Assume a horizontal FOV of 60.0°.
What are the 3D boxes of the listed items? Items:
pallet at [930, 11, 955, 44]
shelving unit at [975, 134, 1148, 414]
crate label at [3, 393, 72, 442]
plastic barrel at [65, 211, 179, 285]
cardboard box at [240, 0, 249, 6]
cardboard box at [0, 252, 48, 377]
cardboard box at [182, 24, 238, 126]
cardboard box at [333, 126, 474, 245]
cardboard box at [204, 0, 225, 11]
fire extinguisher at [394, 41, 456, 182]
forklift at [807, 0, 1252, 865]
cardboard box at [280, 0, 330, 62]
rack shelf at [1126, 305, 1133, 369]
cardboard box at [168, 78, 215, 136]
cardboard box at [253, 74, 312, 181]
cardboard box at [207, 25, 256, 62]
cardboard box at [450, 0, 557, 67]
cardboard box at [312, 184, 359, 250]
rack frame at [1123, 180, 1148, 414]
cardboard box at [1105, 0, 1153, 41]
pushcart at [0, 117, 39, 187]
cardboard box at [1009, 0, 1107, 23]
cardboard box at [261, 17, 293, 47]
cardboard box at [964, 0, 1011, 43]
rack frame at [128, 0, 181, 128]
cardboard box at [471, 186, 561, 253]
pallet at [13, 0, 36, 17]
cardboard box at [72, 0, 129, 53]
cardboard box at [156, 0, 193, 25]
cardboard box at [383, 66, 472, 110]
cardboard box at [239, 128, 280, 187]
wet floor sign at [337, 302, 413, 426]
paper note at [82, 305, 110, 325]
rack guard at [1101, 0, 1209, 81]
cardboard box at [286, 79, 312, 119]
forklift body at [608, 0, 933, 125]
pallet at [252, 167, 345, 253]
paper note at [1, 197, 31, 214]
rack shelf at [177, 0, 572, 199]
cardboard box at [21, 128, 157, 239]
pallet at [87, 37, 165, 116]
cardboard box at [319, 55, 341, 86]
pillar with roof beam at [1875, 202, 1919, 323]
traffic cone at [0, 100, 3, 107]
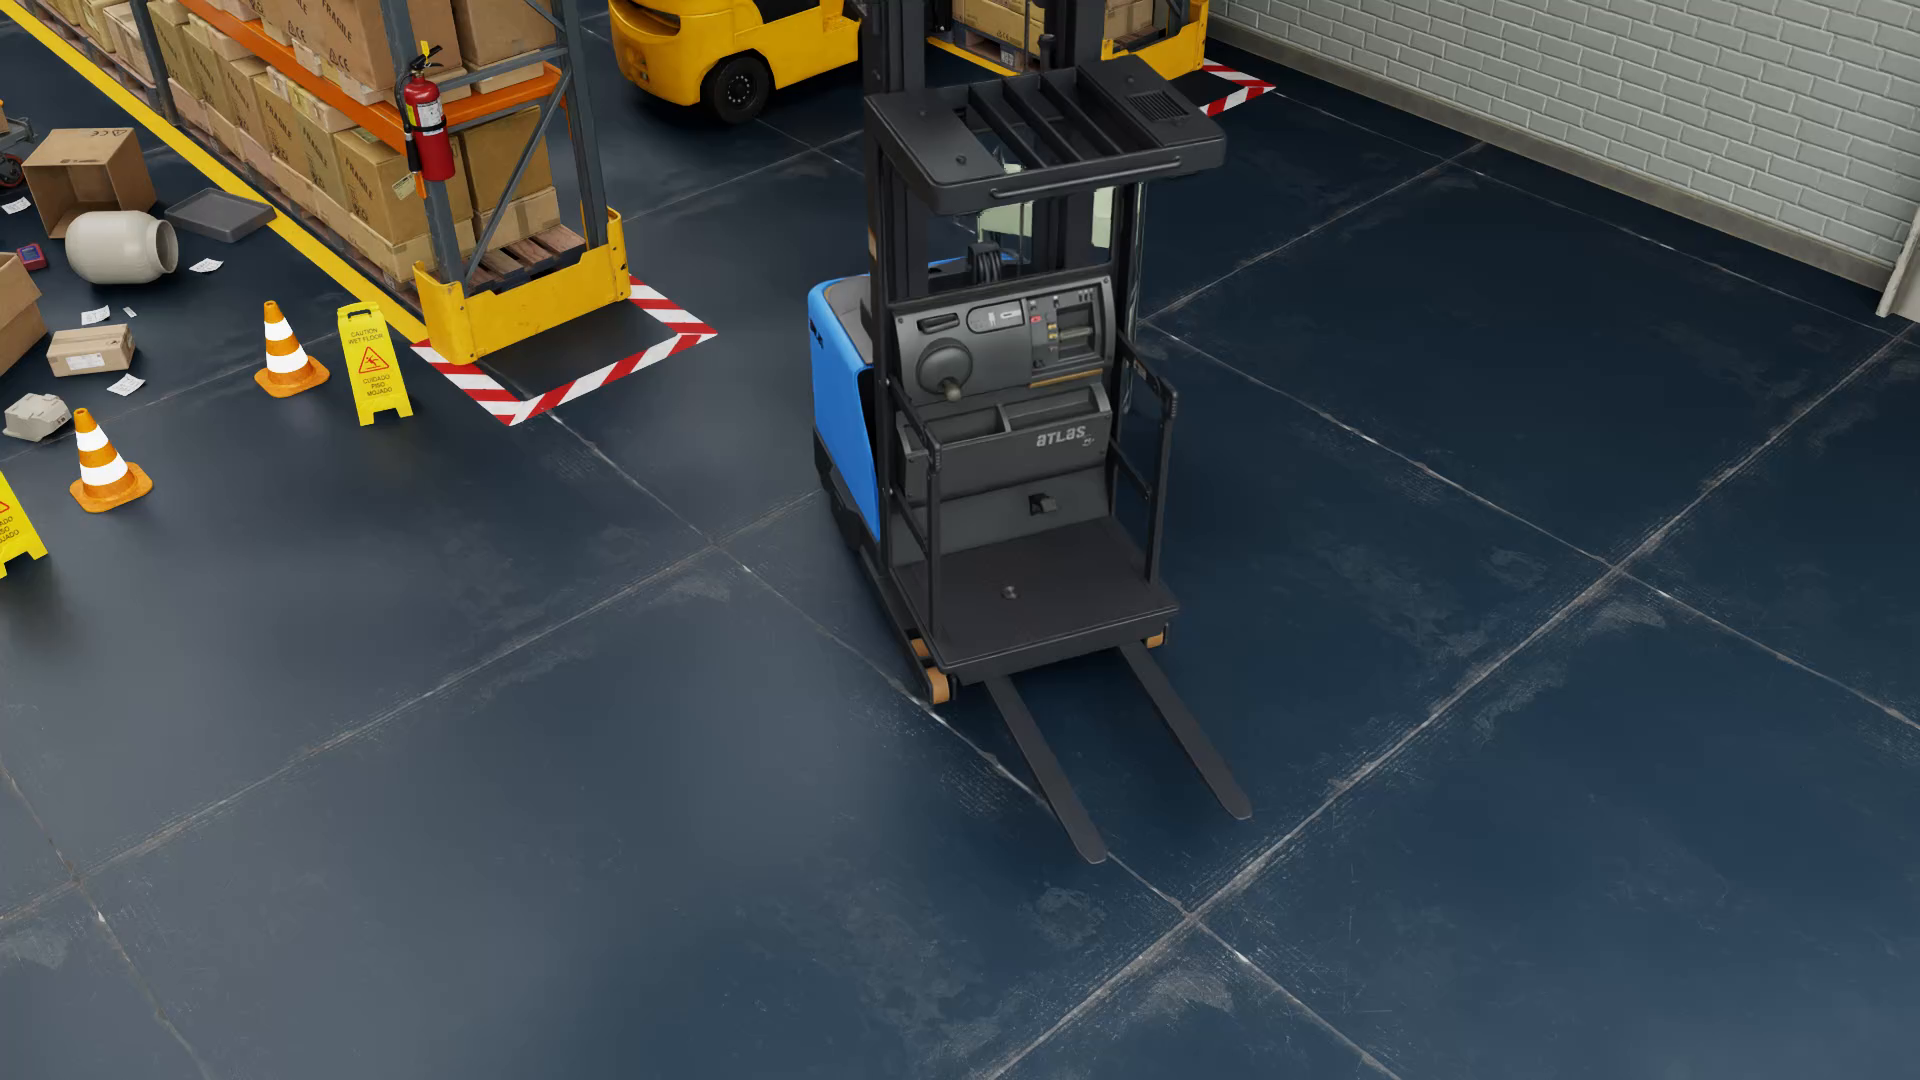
[{"bbox_3d":[-0.109,-4.330,13.151,1.003,0.211,1.213,-30,48,-32],"label":"pallet"},{"bbox_3d":[0.488,-1.249,8.310,0.755,1.500,0.431,11,40,13],"label":"shelving unit"},{"bbox_3d":[-4.799,-0.649,8.652,0.298,0.136,0.250,11,40,13],"label":"crate label"},{"bbox_3d":[-4.905,-1.713,9.742,0.512,0.421,0.421,-2,39,-2],"label":"plastic barrel"},{"bbox_3d":[-3.963,-3.401,9.465,0.500,0.500,0.500,-29,47,-31],"label":"cardboard box"},{"bbox_3d":[-5.446,-1.169,9.005,0.637,0.503,0.797,5,39,6],"label":"cardboard box"},{"bbox_3d":[-4.528,-3.009,10.554,0.500,0.500,0.500,-28,47,-30],"label":"cardboard box"},{"bbox_3d":[-3.127,-2.049,9.364,0.500,0.500,0.500,-30,47,-31],"label":"cardboard box"},{"bbox_3d":[-4.264,-3.279,9.830,0.380,0.149,0.250,-30,48,-32],"label":"cardboard box"},{"bbox_3d":[-2.655,-2.124,8.262,0.296,0.674,0.183,-30,48,-32],"label":"fire extinguisher"},{"bbox_3d":[0.266,-0.736,6.537,1.130,2.935,3.031,-13,41,-16],"label":"forklift"},{"bbox_3d":[-3.299,-2.926,8.877,0.500,0.500,0.500,-30,48,-32],"label":"cardboard box"},{"bbox_3d":[0.488,-0.995,8.515,0.720,0.370,0.431,11,40,13],"label":"rack shelf"},{"bbox_3d":[-4.898,-2.960,11.090,0.500,0.250,0.500,32,49,33],"label":"cardboard box"},{"bbox_3d":[-3.819,-2.525,9.954,0.500,0.500,0.500,-31,48,-33],"label":"cardboard box"},{"bbox_3d":[-4.325,-3.061,10.101,0.380,0.149,0.250,-27,46,-29],"label":"cardboard box"},{"bbox_3d":[-2.509,-2.895,8.838,0.500,0.500,0.500,-31,48,-32],"label":"cardboard box"},{"bbox_3d":[-3.483,-2.000,9.901,0.500,0.250,0.500,-30,48,-32],"label":"cardboard box"},{"bbox_3d":[0.839,-1.182,8.228,0.023,1.500,0.400,11,40,13],"label":"rack frame"},{"bbox_3d":[1.072,-3.918,12.276,0.500,0.250,0.500,-30,48,-32],"label":"cardboard box"},{"bbox_3d":[-6.744,-2.242,10.434,0.936,0.377,1.648,18,42,21],"label":"pushcart"},{"bbox_3d":[0.701,-3.895,11.849,0.500,0.250,0.500,-31,48,-32],"label":"cardboard box"},{"bbox_3d":[-3.720,-2.950,9.423,0.380,0.149,0.250,-30,48,-32],"label":"cardboard box"},{"bbox_3d":[0.381,-3.925,12.285,0.500,0.250,0.500,-30,48,-32],"label":"cardboard box"},{"bbox_3d":[-5.099,-4.254,10.838,1.000,3.000,0.127,-30,48,-32],"label":"rack frame"},{"bbox_3d":[-2.735,-1.988,9.886,0.500,0.250,0.500,-30,48,-32],"label":"cardboard box"},{"bbox_3d":[-7.277,-4.659,13.558,1.003,0.211,1.213,-30,48,-32],"label":"pallet"},{"bbox_3d":[-5.944,-3.968,12.241,0.950,0.372,0.625,-27,46,-29],"label":"cardboard box"},{"bbox_3d":[-4.858,-3.421,10.547,0.380,0.149,0.250,-29,47,-31],"label":"cardboard box"},{"bbox_3d":[-2.804,-2.388,8.727,0.380,0.149,0.250,-28,47,-30],"label":"cardboard box"},{"bbox_3d":[-4.168,-2.474,10.487,0.500,0.250,0.500,-31,48,-32],"label":"cardboard box"},{"bbox_3d":[-3.053,-0.945,8.614,0.267,0.644,0.232,-15,41,-17],"label":"wet floor sign"},{"bbox_3d":[-4.963,-1.292,9.542,0.148,0.019,0.142,-15,41,-17],"label":"paper note"},{"bbox_3d":[1.277,-3.531,11.932,1.175,0.500,0.348,-30,48,-32],"label":"rack guard"},{"bbox_3d":[-3.593,-2.560,9.481,0.380,0.149,0.250,-29,47,-31],"label":"cardboard box"},{"bbox_3d":[-1.366,-4.286,11.553,2.313,2.155,1.214,-30,48,-32],"label":"forklift body"},{"bbox_3d":[-3.789,-2.309,10.649,1.003,0.211,1.213,-30,48,-32],"label":"pallet"},{"bbox_3d":[-5.997,-2.129,10.570,0.148,0.019,0.142,-30,48,-32],"label":"paper note"},{"bbox_3d":[-3.746,-3.049,9.918,1.077,0.370,4.000,-30,48,-32],"label":"rack shelf"},{"bbox_3d":[-5.376,-2.209,10.293,0.500,0.500,0.500,-2,39,-2],"label":"cardboard box"},{"bbox_3d":[-5.626,-3.529,12.160,1.003,0.211,1.213,-30,48,-32],"label":"pallet"},{"bbox_3d":[-3.214,-2.585,8.972,0.380,0.149,0.250,-31,48,-32],"label":"cardboard box"},{"bbox_3d":[2.340,-2.947,4.445,9.100,9.000,0.400,-30,48,-32],"label":"pillar with roof beam"},{"bbox_3d":[-6.968,-3.246,11.609,0.336,0.463,0.334,-30,48,-32],"label":"traffic cone"}]
